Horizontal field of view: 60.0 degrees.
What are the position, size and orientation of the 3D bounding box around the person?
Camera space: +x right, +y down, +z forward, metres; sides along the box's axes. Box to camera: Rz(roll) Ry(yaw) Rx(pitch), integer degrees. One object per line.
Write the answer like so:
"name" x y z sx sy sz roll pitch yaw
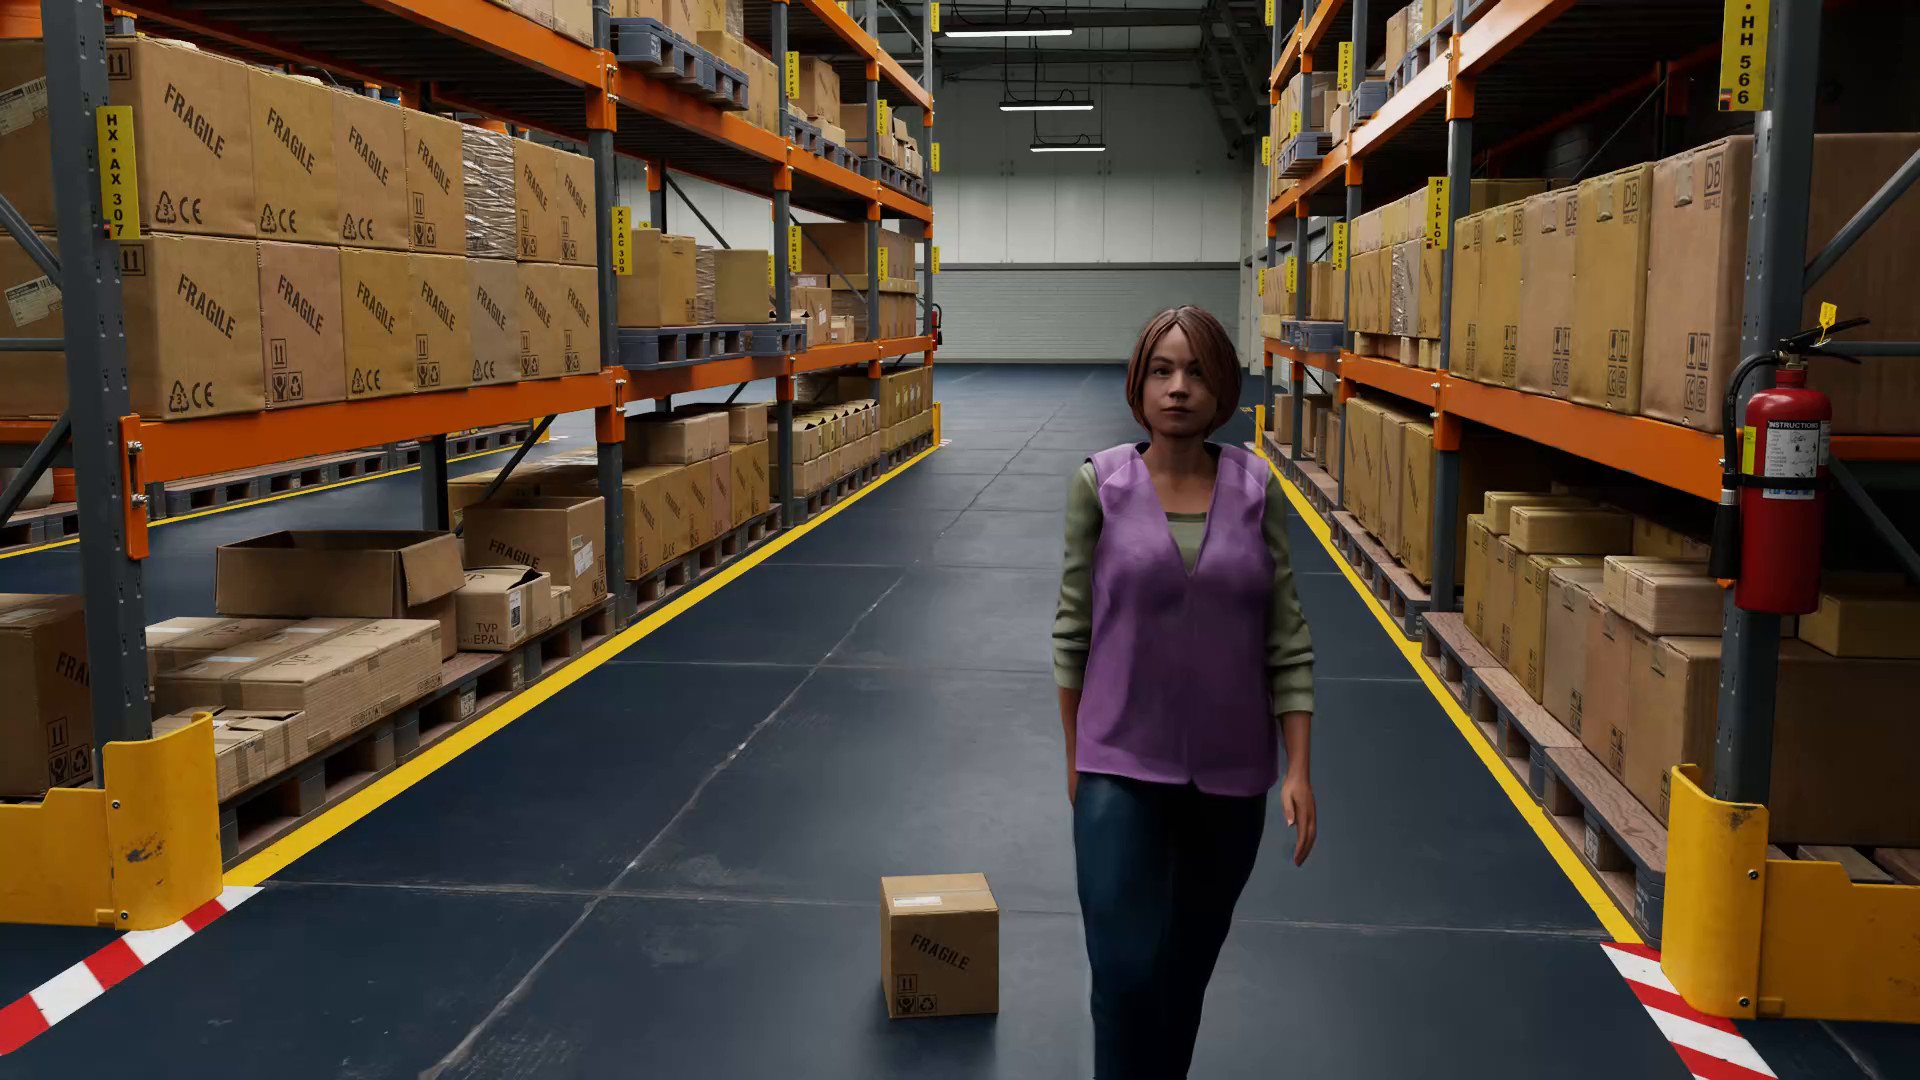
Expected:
"person" 0.376 0.428 2.757 0.415 1.624 0.701 -1 8 -5
